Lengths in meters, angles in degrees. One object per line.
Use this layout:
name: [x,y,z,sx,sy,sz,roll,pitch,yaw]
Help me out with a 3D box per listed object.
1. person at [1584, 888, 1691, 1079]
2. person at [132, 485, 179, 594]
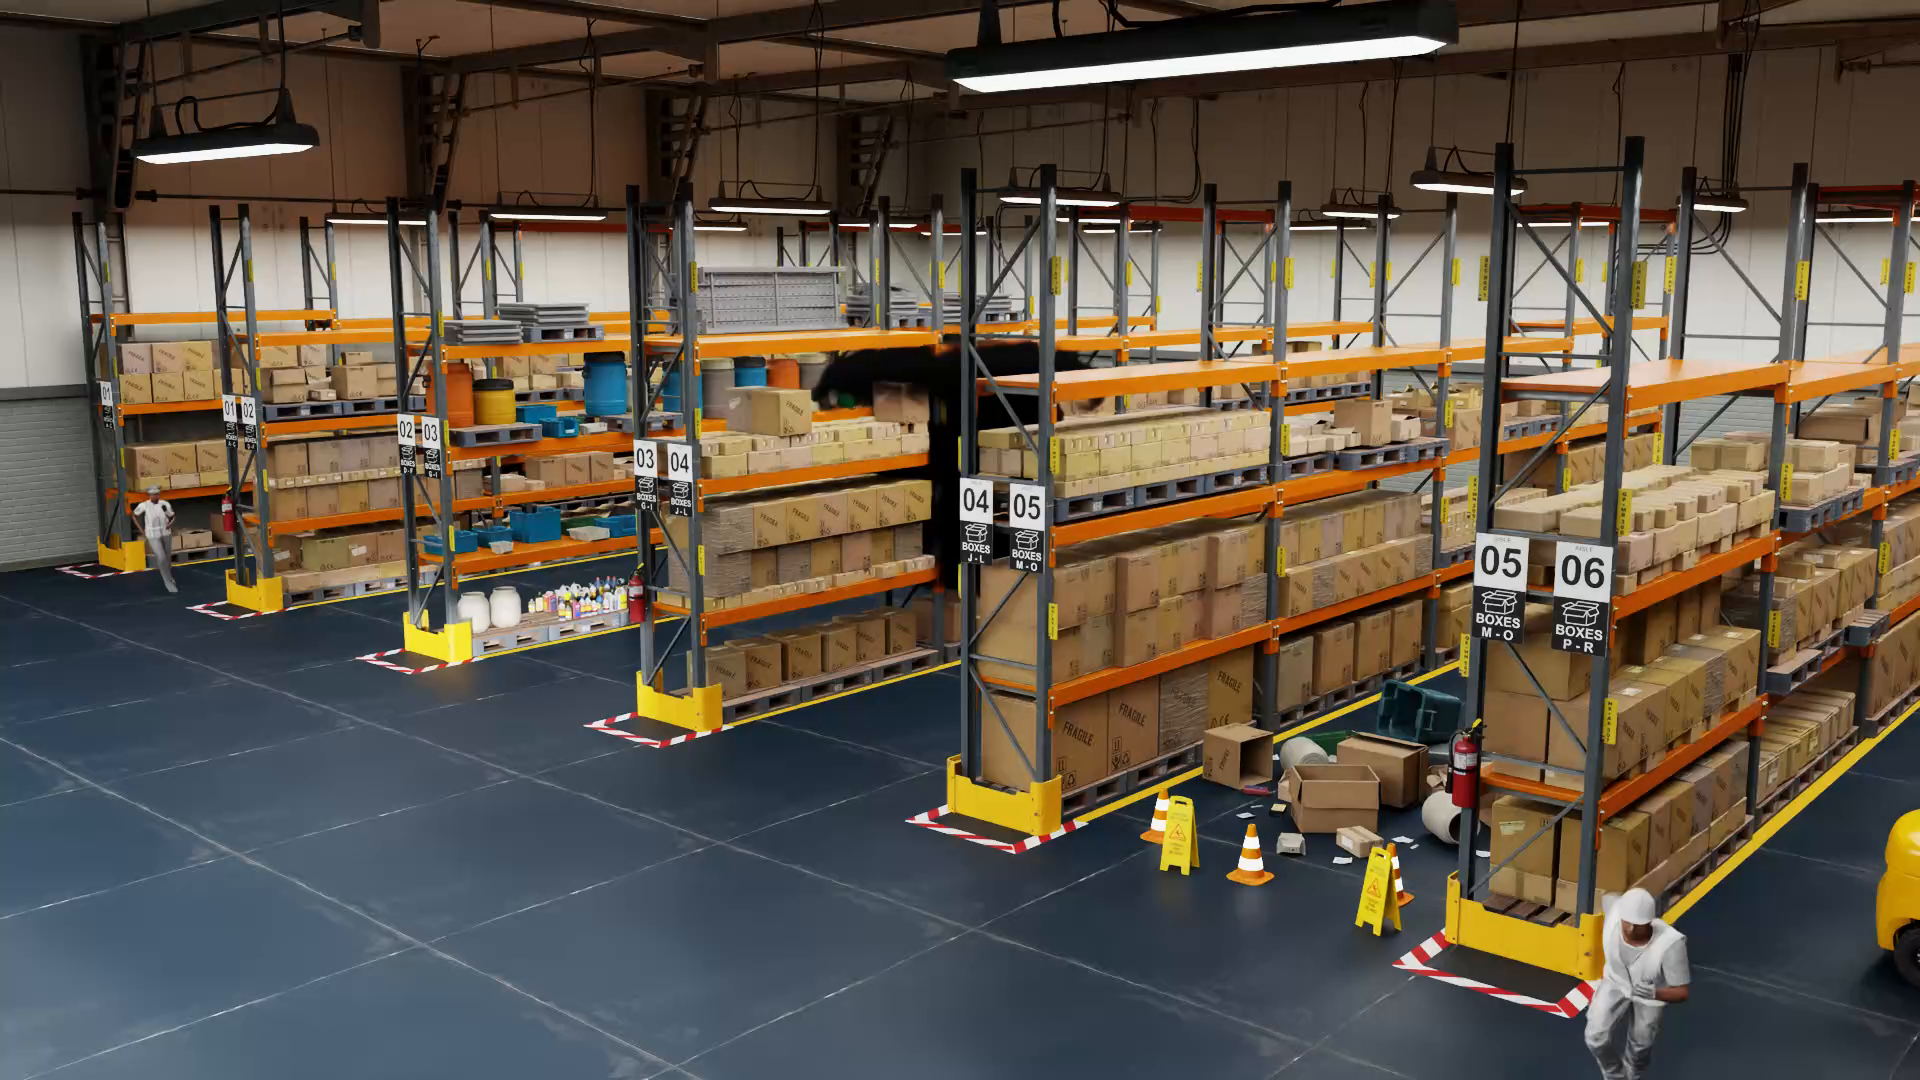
person: [4.094,2.741,10.009,0.632,1.543,1.100,7,12,35]
person: [-12.699,-0.036,26.318,0.811,1.716,0.575,9,13,44]
